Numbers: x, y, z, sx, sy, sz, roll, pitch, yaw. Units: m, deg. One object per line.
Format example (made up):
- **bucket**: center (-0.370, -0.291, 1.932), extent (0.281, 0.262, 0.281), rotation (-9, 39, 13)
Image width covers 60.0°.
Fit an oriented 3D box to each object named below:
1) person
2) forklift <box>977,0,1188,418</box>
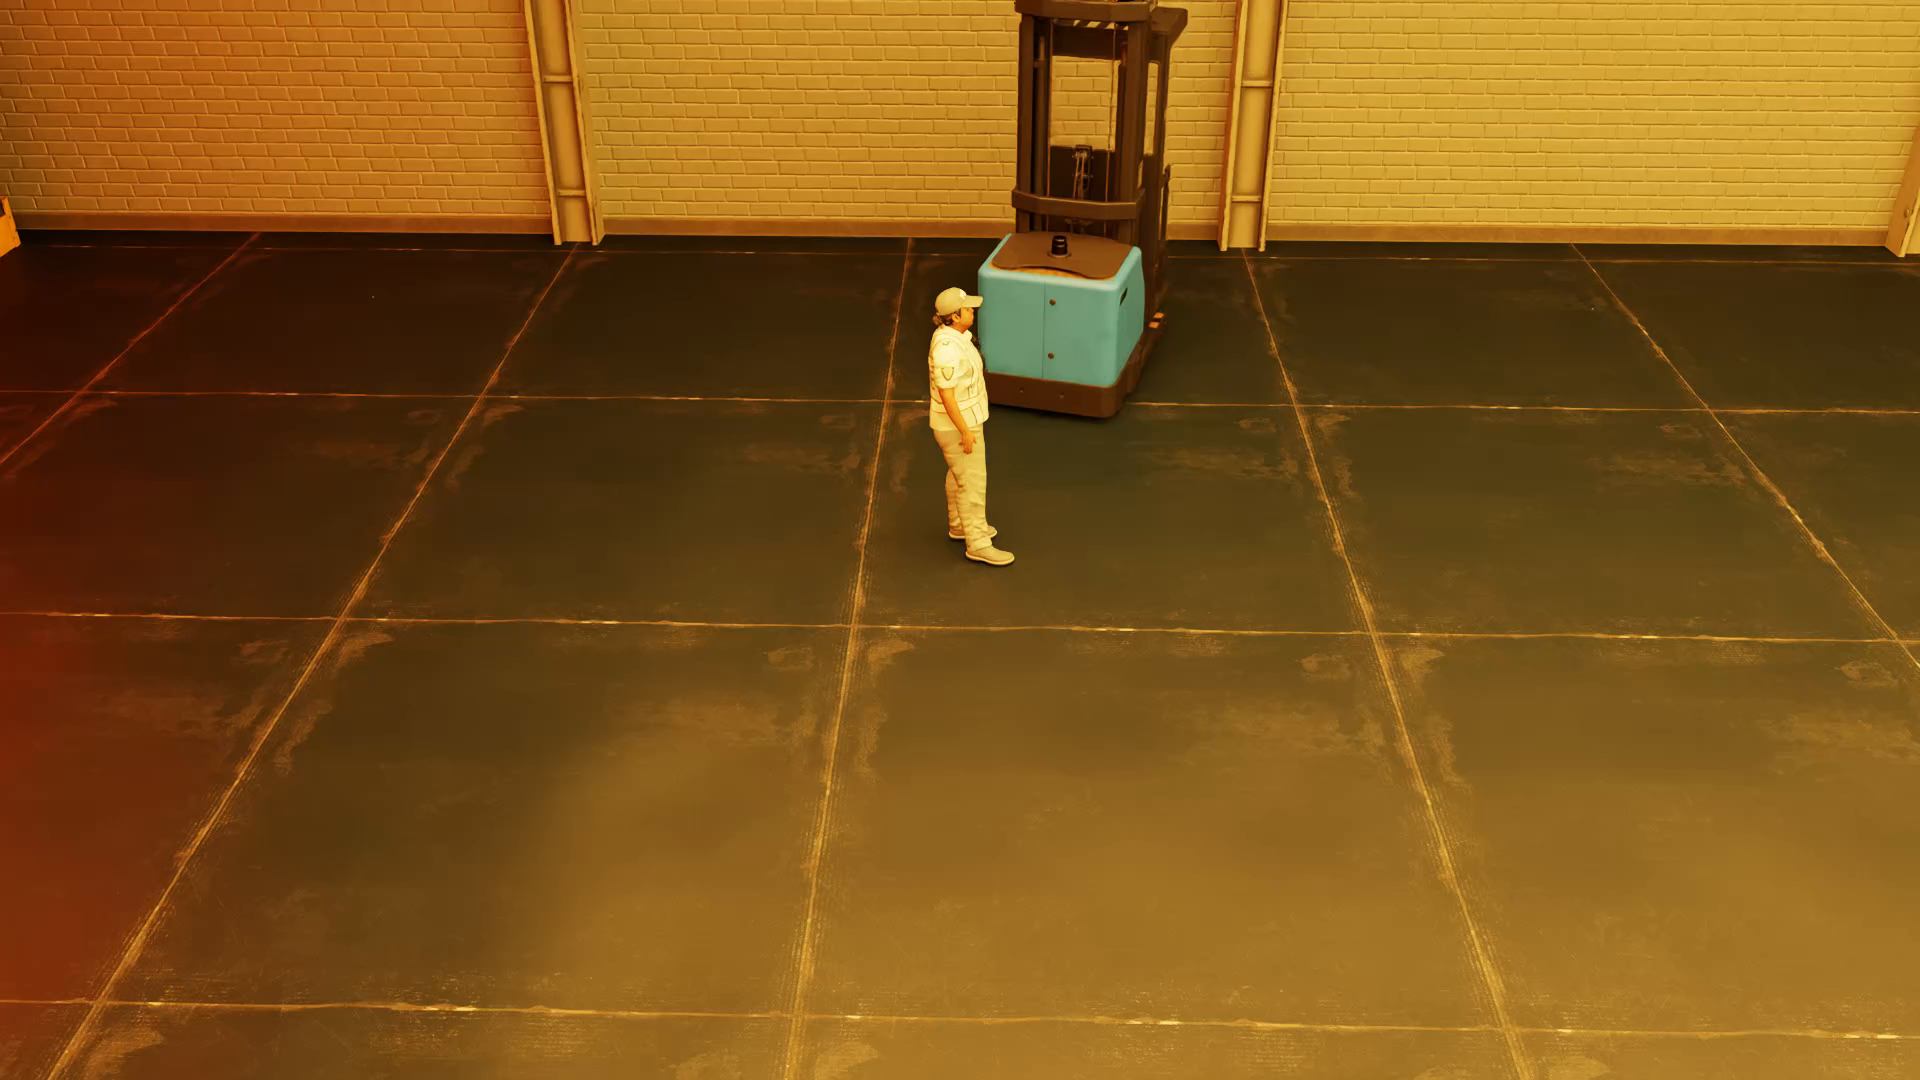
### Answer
- **person**: center (0.076, -0.712, 10.052), extent (0.529, 1.670, 0.599), rotation (1, 31, 1)
- **forklift**: center (1.028, -2.870, 12.482), extent (1.130, 2.935, 3.031), rotation (9, 32, 15)
